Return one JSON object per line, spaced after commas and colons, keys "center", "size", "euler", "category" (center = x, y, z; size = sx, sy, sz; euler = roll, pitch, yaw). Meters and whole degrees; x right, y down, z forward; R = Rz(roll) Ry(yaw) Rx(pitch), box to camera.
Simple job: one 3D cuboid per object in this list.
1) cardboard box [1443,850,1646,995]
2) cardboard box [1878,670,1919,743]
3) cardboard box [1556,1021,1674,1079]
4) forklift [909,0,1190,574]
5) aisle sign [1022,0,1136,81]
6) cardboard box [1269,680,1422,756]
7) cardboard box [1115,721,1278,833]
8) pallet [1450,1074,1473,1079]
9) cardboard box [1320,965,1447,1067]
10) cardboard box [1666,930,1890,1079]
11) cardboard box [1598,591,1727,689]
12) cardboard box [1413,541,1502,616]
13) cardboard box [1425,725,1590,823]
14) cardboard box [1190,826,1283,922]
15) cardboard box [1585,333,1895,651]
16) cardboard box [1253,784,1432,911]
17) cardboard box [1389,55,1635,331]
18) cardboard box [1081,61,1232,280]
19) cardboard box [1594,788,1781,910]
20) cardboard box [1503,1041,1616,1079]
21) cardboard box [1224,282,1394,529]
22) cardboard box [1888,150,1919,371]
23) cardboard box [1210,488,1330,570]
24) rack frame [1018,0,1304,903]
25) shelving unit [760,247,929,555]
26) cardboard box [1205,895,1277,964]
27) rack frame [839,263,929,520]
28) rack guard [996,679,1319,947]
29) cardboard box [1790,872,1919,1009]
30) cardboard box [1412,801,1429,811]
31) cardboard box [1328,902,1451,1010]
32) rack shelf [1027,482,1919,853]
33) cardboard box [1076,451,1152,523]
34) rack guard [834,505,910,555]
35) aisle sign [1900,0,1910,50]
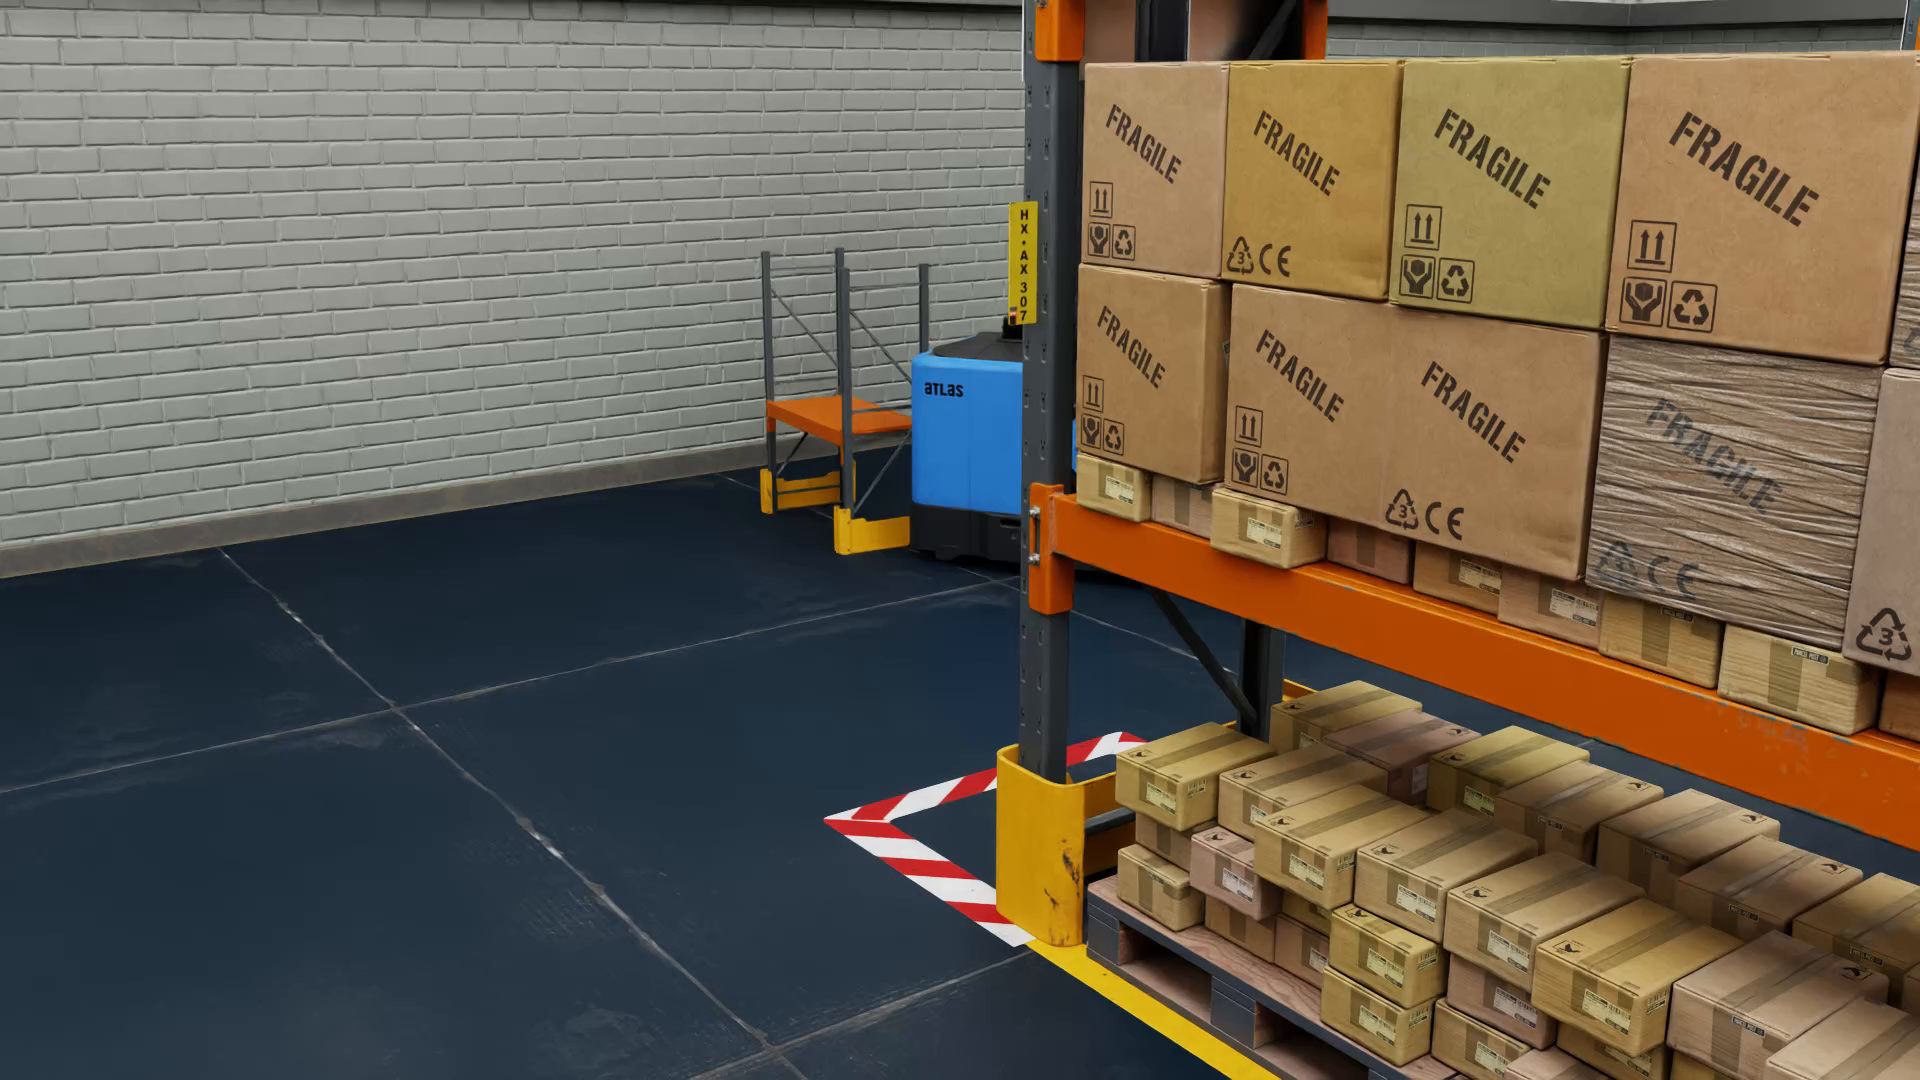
{"center": [1.316, 0.855, 3.748], "size": [0.380, 0.149, 0.250], "euler": [-10, 18, -32], "category": "cardboard box"}
{"center": [1.835, 0.261, 2.915], "size": [0.380, 0.149, 0.250], "euler": [-11, 19, -35], "category": "cardboard box"}
{"center": [1.531, 1.042, 3.630], "size": [0.380, 0.149, 0.250], "euler": [-10, 18, -32], "category": "cardboard box"}
{"center": [1.301, -1.273, 8.175], "size": [3.031, 2.935, 1.130], "euler": [7, 17, 23], "category": "forklift"}
{"center": [0.325, -1.633, 4.436], "size": [0.394, 0.787, 0.004], "euler": [-11, 19, -35], "category": "aisle sign"}
{"center": [1.127, 0.549, 4.865], "size": [0.380, 0.149, 0.250], "euler": [-11, 19, -34], "category": "cardboard box"}
{"center": [0.644, 0.640, 4.533], "size": [0.380, 0.149, 0.250], "euler": [-12, 19, -37], "category": "cardboard box"}
{"center": [1.818, 1.391, 3.596], "size": [1.003, 0.211, 1.213], "euler": [-11, 19, -35], "category": "pallet"}
{"center": [1.093, 1.091, 4.013], "size": [0.380, 0.149, 0.250], "euler": [-11, 19, -34], "category": "cardboard box"}
{"center": [1.659, 0.957, 3.375], "size": [0.380, 0.149, 0.250], "euler": [-11, 19, -34], "category": "cardboard box"}
{"center": [1.495, 0.156, 3.298], "size": [0.380, 0.149, 0.250], "euler": [-10, 18, -33], "category": "cardboard box"}
{"center": [1.237, 0.041, 3.721], "size": [0.380, 0.149, 0.250], "euler": [-11, 19, -35], "category": "cardboard box"}
{"center": [1.484, 0.647, 4.506], "size": [0.380, 0.149, 0.250], "euler": [-11, 19, -36], "category": "cardboard box"}
{"center": [0.827, 0.838, 4.374], "size": [0.380, 0.149, 0.250], "euler": [-11, 19, -35], "category": "cardboard box"}
{"center": [1.569, -0.138, 3.146], "size": [0.500, 0.500, 0.500], "euler": [-11, 19, -36], "category": "cardboard box"}
{"center": [0.948, 0.754, 4.117], "size": [0.380, 0.149, 0.250], "euler": [-11, 19, -35], "category": "cardboard box"}
{"center": [1.250, -0.726, 3.398], "size": [0.500, 0.500, 0.500], "euler": [-11, 19, -36], "category": "cardboard box"}
{"center": [0.660, -0.947, 4.207], "size": [0.500, 0.500, 0.500], "euler": [-11, 19, -35], "category": "cardboard box"}
{"center": [1.788, 0.761, 4.090], "size": [0.380, 0.149, 0.250], "euler": [-10, 18, -33], "category": "cardboard box"}
{"center": [1.397, 1.197, 3.625], "size": [0.380, 0.149, 0.250], "euler": [-12, 19, -37], "category": "cardboard box"}
{"center": [0.987, -0.353, 3.929], "size": [0.500, 0.500, 0.500], "euler": [-11, 19, -34], "category": "cardboard box"}
{"center": [1.870, -0.509, 2.608], "size": [0.500, 0.500, 0.500], "euler": [-10, 18, -33], "category": "cardboard box"}
{"center": [0.834, -0.055, 4.071], "size": [0.380, 0.149, 0.250], "euler": [-12, 19, -36], "category": "cardboard box"}
{"center": [0.611, -0.410, 4.892], "size": [1.000, 3.000, 0.127], "euler": [-11, 19, -35], "category": "rack frame"}
{"center": [-0.643, -0.805, 9.178], "size": [0.587, 1.500, 1.083], "euler": [-8, 17, -28], "category": "shelving unit"}
{"center": [0.880, 0.967, 4.465], "size": [0.380, 0.149, 0.250], "euler": [-11, 19, -35], "category": "cardboard box"}
{"center": [-0.388, -0.686, 8.743], "size": [0.500, 1.500, 0.032], "euler": [-8, 17, -28], "category": "rack frame"}
{"center": [0.656, 0.812, 5.163], "size": [1.175, 0.500, 0.348], "euler": [-11, 19, -35], "category": "rack guard"}
{"center": [2.030, 0.886, 3.634], "size": [0.380, 0.149, 0.250], "euler": [-11, 19, -34], "category": "cardboard box"}
{"center": [1.262, 0.752, 4.689], "size": [0.380, 0.149, 0.250], "euler": [-11, 19, -36], "category": "cardboard box"}
{"center": [1.105, 0.948, 3.971], "size": [0.380, 0.149, 0.250], "euler": [-10, 18, -33], "category": "cardboard box"}
{"center": [1.787, 0.364, 3.426], "size": [1.077, 0.370, 4.000], "euler": [-11, 19, -35], "category": "rack shelf"}
{"center": [0.536, -0.169, 4.486], "size": [0.380, 0.149, 0.250], "euler": [-11, 19, -35], "category": "cardboard box"}
{"center": [-0.398, -0.088, 8.925], "size": [0.587, 0.250, 0.087], "euler": [-8, 17, -28], "category": "rack guard"}
{"center": [4.279, -2.424, 7.326], "size": [0.394, 0.787, 0.004], "euler": [-11, 19, -35], "category": "aisle sign"}
